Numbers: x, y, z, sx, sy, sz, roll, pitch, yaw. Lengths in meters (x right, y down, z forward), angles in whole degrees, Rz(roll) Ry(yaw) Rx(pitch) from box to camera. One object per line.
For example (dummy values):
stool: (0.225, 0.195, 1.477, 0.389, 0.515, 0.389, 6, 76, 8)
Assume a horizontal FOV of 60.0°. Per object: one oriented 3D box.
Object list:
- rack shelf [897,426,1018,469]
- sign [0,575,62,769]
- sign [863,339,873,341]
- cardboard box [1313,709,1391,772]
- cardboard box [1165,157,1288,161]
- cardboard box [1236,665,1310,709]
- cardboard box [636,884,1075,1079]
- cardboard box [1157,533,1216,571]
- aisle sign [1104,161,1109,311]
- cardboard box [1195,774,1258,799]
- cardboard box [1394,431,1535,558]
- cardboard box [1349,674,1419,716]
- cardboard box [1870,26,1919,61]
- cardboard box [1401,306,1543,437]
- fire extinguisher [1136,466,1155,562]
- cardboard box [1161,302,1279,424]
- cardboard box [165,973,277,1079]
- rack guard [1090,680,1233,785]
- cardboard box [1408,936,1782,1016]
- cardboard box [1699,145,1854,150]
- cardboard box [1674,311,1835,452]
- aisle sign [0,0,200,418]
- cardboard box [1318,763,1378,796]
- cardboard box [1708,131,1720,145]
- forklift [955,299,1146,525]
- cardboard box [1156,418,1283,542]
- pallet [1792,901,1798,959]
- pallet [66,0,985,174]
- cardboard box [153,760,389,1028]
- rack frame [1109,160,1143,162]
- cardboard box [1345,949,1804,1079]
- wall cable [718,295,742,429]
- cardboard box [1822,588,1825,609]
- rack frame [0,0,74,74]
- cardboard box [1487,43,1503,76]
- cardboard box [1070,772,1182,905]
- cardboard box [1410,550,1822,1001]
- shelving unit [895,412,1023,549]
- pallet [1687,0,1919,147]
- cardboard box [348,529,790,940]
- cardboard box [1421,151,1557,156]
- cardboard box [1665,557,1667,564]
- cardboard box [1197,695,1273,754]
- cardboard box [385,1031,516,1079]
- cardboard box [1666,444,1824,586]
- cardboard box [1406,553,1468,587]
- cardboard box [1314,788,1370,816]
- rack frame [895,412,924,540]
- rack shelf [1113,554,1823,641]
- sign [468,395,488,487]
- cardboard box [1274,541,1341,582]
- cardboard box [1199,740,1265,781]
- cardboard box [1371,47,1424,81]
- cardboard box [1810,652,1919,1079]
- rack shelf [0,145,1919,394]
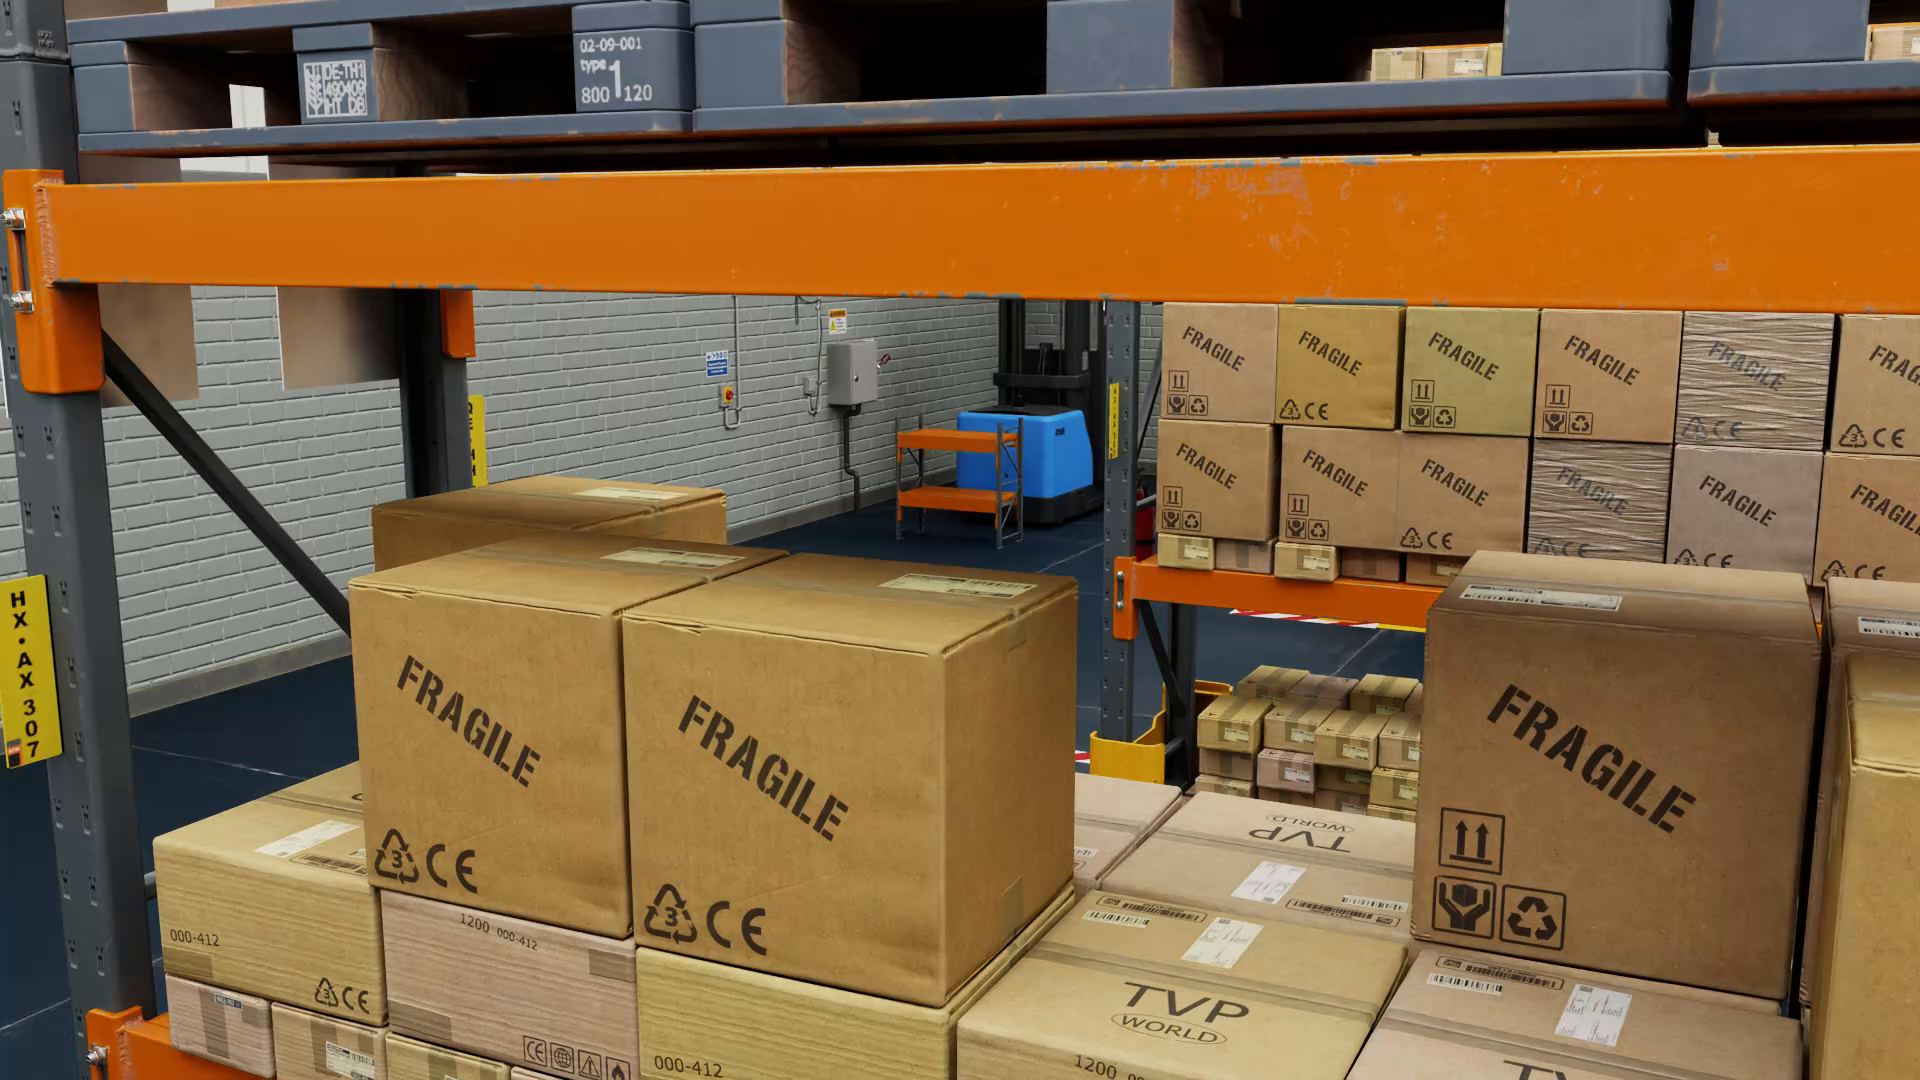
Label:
rack shelf: (-0.006, -0.842, 15.081, 1.000, 0.278, 0.538, 5, 11, 26)
sign: (-1.625, 0.229, 2.892, 0.005, 0.325, 0.100, 5, 11, 26)
sign: (-0.963, -1.790, 16.967, 0.001, 0.494, 0.329, 5, 11, 26)
cardboard box: (1.701, 0.863, 7.195, 0.250, 0.149, 0.380, 5, 11, 26)
cardboard box: (1.201, -1.505, 7.121, 0.500, 0.250, 0.500, 5, 12, 28)
cardboard box: (1.499, 0.726, 7.952, 0.250, 0.149, 0.380, 5, 11, 26)
cardboard box: (-0.144, 0.694, 2.560, 0.500, 0.250, 0.500, 5, 11, 24)
cardboard box: (1.057, 0.023, 7.388, 0.250, 0.149, 0.380, 5, 11, 25)
aisle sign: (0.713, -1.416, 7.331, 0.004, 0.787, 0.394, 5, 11, 26)
cardboard box: (1.240, 1.110, 7.502, 0.250, 0.149, 0.380, 5, 12, 27)
cardboard box: (2.117, -0.216, 6.886, 0.500, 0.500, 0.500, 5, 11, 27)
cardboard box: (1.987, 0.755, 7.792, 0.250, 0.149, 0.380, 5, 11, 25)
cardboard box: (3.435, -1.760, 6.009, 0.250, 0.149, 0.380, 5, 12, 28)
cardboard box: (2.109, -0.705, 6.781, 0.500, 0.500, 0.500, 5, 11, 25)
fire extinguisher: (0.890, -0.051, 8.353, 0.183, 0.674, 0.296, 5, 11, 26)
cardboard box: (1.197, -0.789, 7.242, 0.500, 0.500, 0.500, 5, 11, 25)
cardboard box: (-1.201, 0.810, 3.039, 0.250, 0.149, 0.380, 5, 11, 26)
rack guard: (0.980, 1.057, 7.985, 0.348, 0.500, 1.175, 5, 11, 26)
cardboard box: (0.997, 0.689, 2.585, 0.500, 0.250, 0.500, 5, 12, 27)
cardboard box: (3.041, -1.343, 6.224, 0.500, 0.250, 0.500, 5, 11, 25)
cardboard box: (3.039, -0.628, 6.351, 0.500, 0.500, 0.500, 5, 12, 27)
aisle sign: (-1.571, -0.632, 2.998, 0.004, 0.787, 0.394, 5, 11, 26)
cardboard box: (1.747, 0.989, 7.334, 0.250, 0.149, 0.380, 5, 11, 27)
cardboard box: (3.041, -1.591, 6.192, 0.500, 0.250, 0.500, 6, 12, 28)
forklift: (1.071, -1.806, 16.980, 1.130, 2.935, 3.031, 5, 11, 26)
cardboard box: (1.192, -0.295, 7.321, 0.500, 0.500, 0.500, 6, 12, 29)
pallet: (3.881, 1.461, 6.564, 1.213, 0.211, 1.003, 5, 11, 26)
pallet: (-0.704, -0.770, 2.890, 1.213, 0.211, 1.003, 5, 11, 26)
cardboard box: (-1.063, 0.614, 3.002, 0.500, 0.250, 0.500, 5, 11, 24)
rack frame: (0.912, -3.131, 7.261, 0.127, 3.000, 1.000, 5, 11, 26)
cardboard box: (0.778, 0.775, 2.114, 0.500, 0.250, 0.500, 5, 12, 27)
wall cable: (-2.056, -1.933, 14.549, 0.123, 1.953, 0.585, 5, 11, 26)
cardboard box: (3.446, 0.210, 6.352, 0.250, 0.149, 0.380, 5, 11, 24)
rack frame: (-1.374, -2.347, 2.929, 0.127, 3.000, 1.000, 5, 11, 26)
cardboard box: (2.223, -1.847, 6.486, 0.250, 0.149, 0.380, 5, 12, 28)
cardboard box: (0.090, 0.609, 3.030, 0.500, 0.250, 0.500, 5, 11, 24)
cardboard box: (0.990, 0.320, 2.519, 0.500, 0.500, 0.500, 5, 11, 24)
shelving unit: (-0.006, -0.554, 15.133, 1.048, 1.125, 0.538, 5, 11, 26)
pallet: (1.484, -0.578, 1.827, 1.213, 0.211, 1.003, 5, 11, 26)
cardboard box: (-0.614, 0.284, 2.718, 0.500, 0.500, 0.500, 5, 11, 24)
cardboard box: (2.139, -1.424, 6.675, 0.500, 0.250, 0.500, 5, 11, 24)
cardboard box: (2.705, 0.163, 6.612, 0.250, 0.149, 0.380, 5, 12, 27)
cardboard box: (1.231, 0.820, 7.431, 0.250, 0.149, 0.380, 4, 11, 23)
cardboard box: (-0.741, 0.850, 2.818, 0.250, 0.149, 0.380, 5, 11, 24)
cardboard box: (3.029, -0.133, 6.425, 0.500, 0.500, 0.500, 5, 11, 26)
cardboard box: (2.047, 0.090, 7.017, 0.250, 0.149, 0.380, 5, 11, 25)
cardboard box: (1.737, 1.136, 7.358, 0.250, 0.149, 0.380, 5, 11, 26)
rack frame: (-0.462, -0.594, 15.354, 0.032, 1.125, 0.500, 5, 11, 26)
rack shelf: (2.705, 0.333, 6.989, 4.000, 0.370, 1.077, 5, 11, 26)
sign: (-1.121, -0.167, 3.811, 0.005, 0.325, 0.100, 5, 11, 26)
cardboard box: (1.521, 0.066, 7.149, 0.250, 0.149, 0.380, 5, 11, 24)
cardboard box: (1.268, 0.953, 7.531, 0.250, 0.149, 0.380, 6, 12, 28)
cardboard box: (1.751, -1.886, 6.704, 0.250, 0.149, 0.380, 5, 11, 27)
cardboard box: (1.236, 0.445, 1.827, 0.500, 0.500, 0.500, 5, 11, 26)
rack shelf: (0.420, -0.359, 2.389, 4.000, 0.370, 1.077, 5, 11, 26)
